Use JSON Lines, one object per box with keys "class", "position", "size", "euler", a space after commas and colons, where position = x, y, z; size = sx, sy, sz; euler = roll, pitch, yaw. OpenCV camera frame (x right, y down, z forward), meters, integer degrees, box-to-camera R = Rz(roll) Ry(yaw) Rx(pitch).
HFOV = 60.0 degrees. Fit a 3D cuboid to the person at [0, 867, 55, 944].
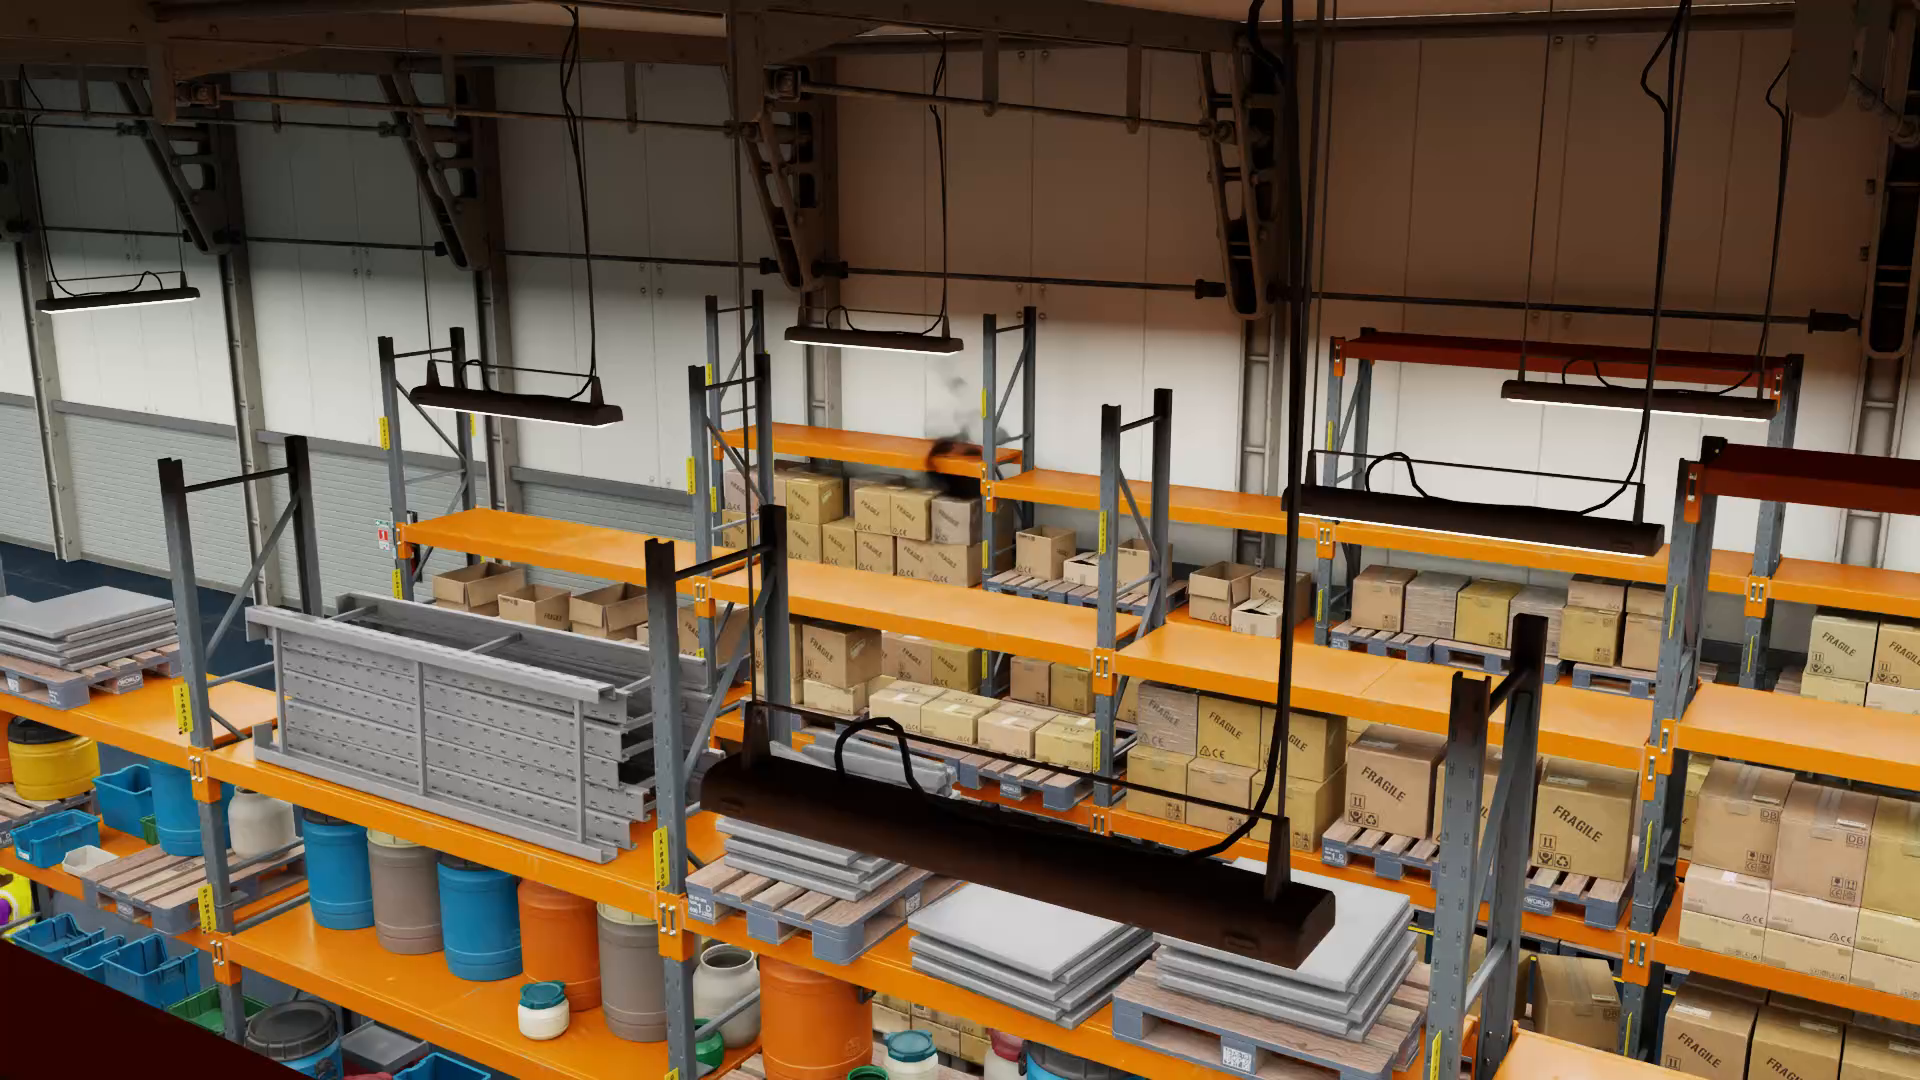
{"class": "person", "position": [-8.571, 3.600, 15.022], "size": [0.684, 1.716, 0.713], "euler": [-4, 14, -15]}
